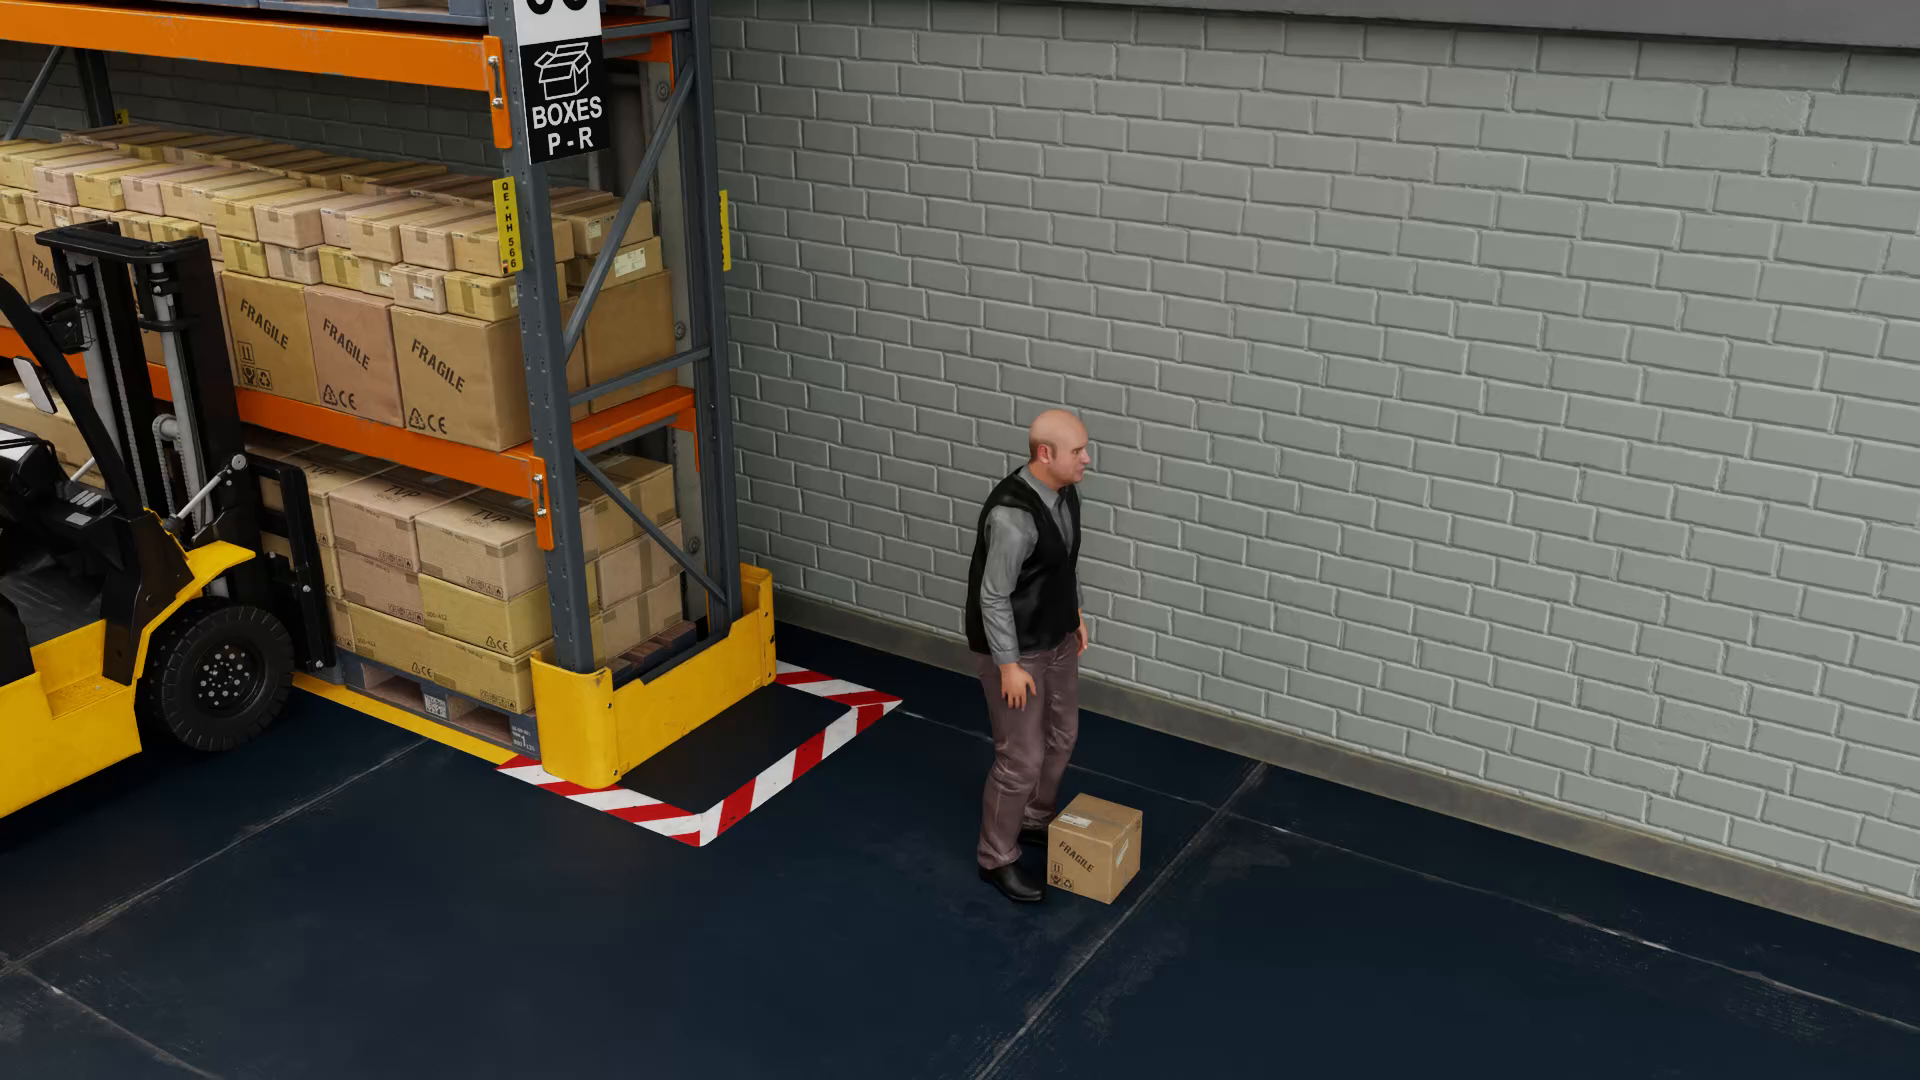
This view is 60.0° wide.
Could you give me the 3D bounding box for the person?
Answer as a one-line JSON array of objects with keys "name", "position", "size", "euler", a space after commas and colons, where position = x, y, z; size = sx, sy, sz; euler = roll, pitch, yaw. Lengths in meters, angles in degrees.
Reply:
[{"name": "person", "position": [0.241, 0.361, 5.774], "size": [0.410, 1.722, 0.589], "euler": [13, 26, 27]}]
